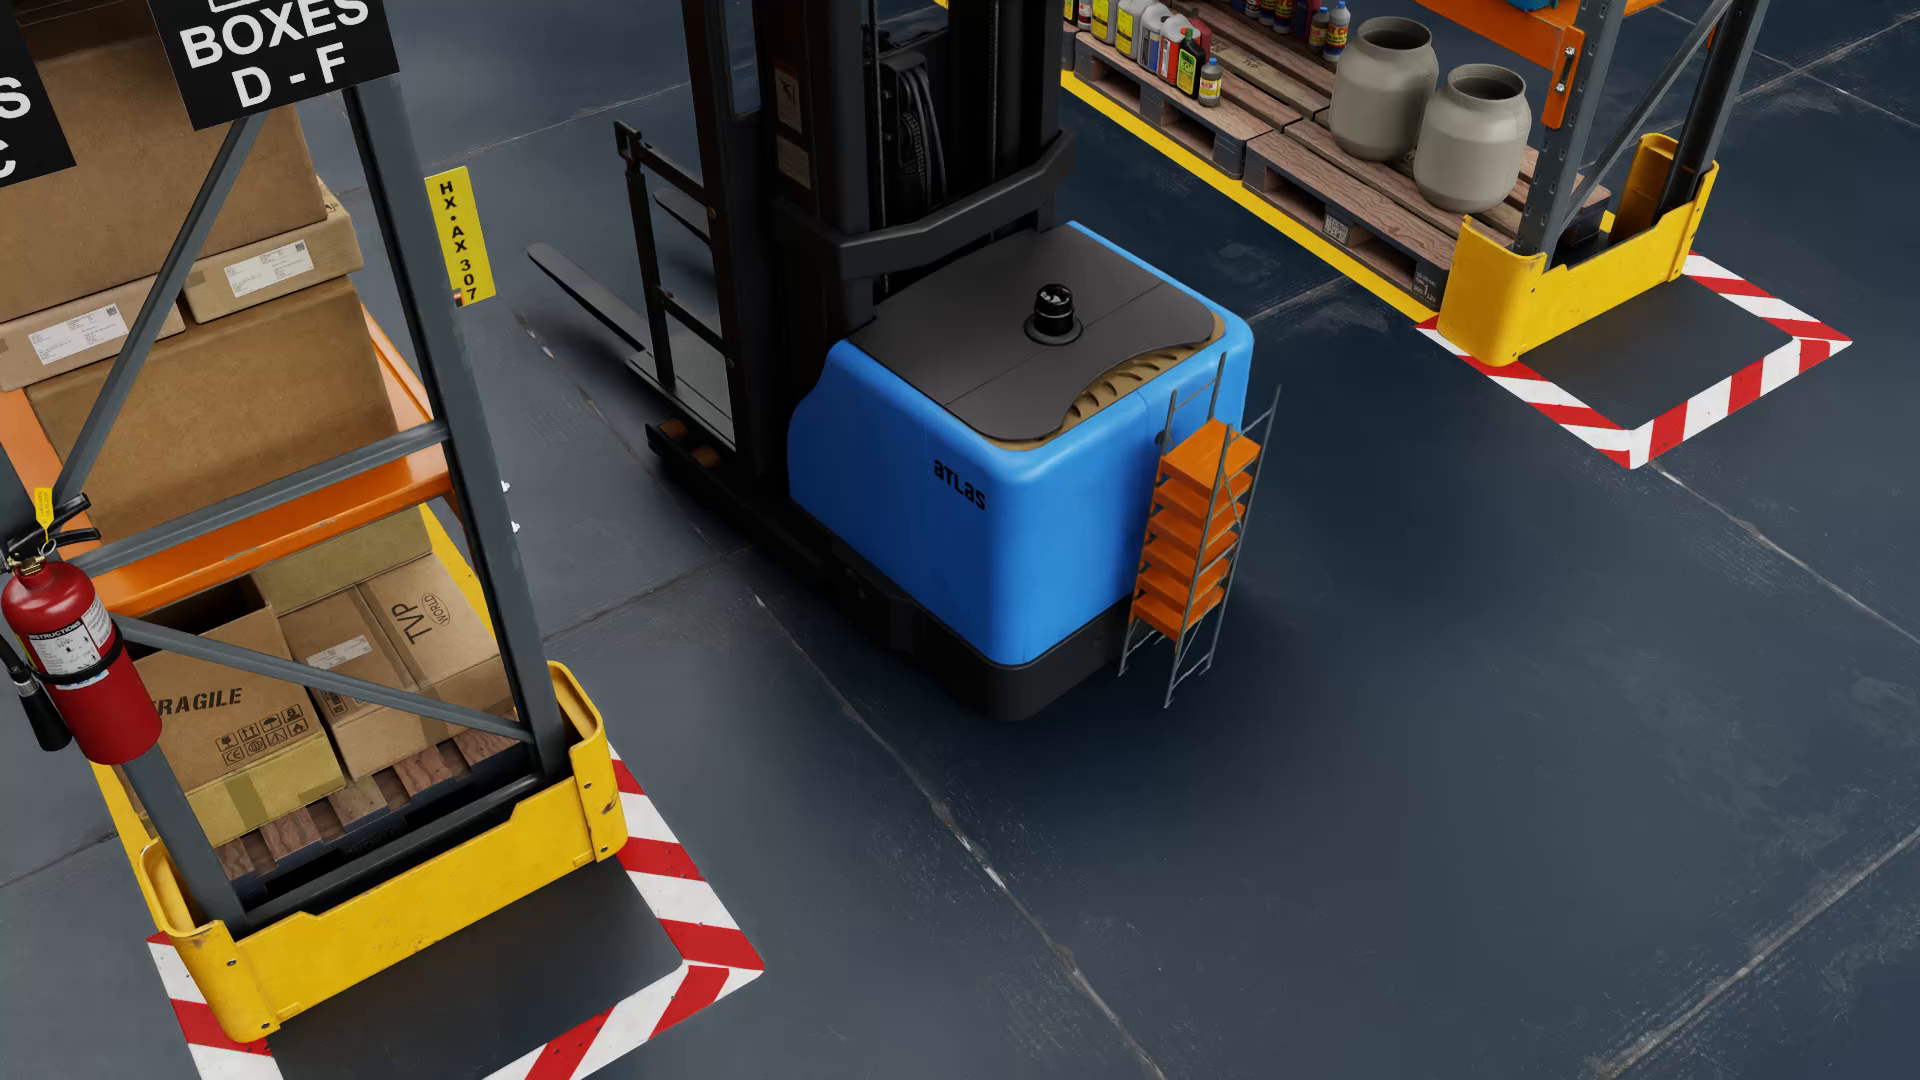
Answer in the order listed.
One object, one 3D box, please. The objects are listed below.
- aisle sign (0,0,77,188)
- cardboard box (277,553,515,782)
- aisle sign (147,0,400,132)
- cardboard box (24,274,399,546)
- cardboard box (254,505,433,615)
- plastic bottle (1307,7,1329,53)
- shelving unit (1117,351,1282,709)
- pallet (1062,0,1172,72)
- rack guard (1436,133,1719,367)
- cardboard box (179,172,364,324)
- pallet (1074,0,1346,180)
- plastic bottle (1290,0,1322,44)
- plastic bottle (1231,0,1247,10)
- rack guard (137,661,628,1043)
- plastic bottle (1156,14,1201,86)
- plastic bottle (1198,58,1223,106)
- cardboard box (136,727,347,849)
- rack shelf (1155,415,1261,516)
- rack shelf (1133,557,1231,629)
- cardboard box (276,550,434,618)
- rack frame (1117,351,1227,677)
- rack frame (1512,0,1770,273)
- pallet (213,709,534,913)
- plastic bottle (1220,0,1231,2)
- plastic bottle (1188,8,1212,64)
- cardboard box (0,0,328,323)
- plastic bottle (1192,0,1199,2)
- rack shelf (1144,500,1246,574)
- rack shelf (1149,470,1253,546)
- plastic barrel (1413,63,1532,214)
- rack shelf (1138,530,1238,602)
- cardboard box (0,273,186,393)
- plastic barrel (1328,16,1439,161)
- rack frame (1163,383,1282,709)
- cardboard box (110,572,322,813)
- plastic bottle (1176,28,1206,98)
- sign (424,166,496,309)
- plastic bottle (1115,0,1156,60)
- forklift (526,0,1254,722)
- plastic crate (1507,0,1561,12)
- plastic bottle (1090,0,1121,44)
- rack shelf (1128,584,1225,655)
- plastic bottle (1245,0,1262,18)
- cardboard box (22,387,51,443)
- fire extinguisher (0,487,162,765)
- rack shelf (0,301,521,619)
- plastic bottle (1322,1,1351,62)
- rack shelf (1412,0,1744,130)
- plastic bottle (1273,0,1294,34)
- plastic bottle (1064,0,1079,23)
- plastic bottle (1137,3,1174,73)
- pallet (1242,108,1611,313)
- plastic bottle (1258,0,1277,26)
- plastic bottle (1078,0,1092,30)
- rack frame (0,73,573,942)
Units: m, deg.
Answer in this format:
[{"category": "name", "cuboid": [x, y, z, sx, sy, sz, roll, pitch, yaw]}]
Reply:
[{"category": "aisle sign", "cuboid": [-1.736, -0.875, 2.611, 0.394, 0.787, 0.004, -26, 49, -24]}, {"category": "cardboard box", "cuboid": [-1.657, 0.363, 4.884, 0.500, 0.250, 0.500, -26, 49, -24]}, {"category": "aisle sign", "cuboid": [-1.244, -1.112, 2.860, 0.394, 0.787, 0.004, -26, 49, -24]}, {"category": "cardboard box", "cuboid": [-1.789, -0.393, 3.917, 0.700, 0.500, 0.500, -26, 49, -24]}, {"category": "cardboard box", "cuboid": [-1.945, -0.190, 4.921, 0.500, 0.500, 0.500, -26, 49, -24]}, {"category": "plastic bottle", "cuboid": [1.691, -2.398, 7.797, 0.097, 0.201, 0.097, 0, 44, 0]}, {"category": "shelving unit", "cuboid": [0.681, 0.007, 4.866, 0.189, 1.200, 0.258, 35, 54, 26]}, {"category": "pallet", "cuboid": [0.594, -2.902, 8.637, 1.003, 0.211, 1.213, -26, 49, -24]}, {"category": "rack guard", "cuboid": [2.450, -1.163, 6.606, 1.175, 0.500, 0.348, -26, 49, -24]}, {"category": "cardboard box", "cuboid": [-1.581, -0.666, 3.733, 0.380, 0.149, 0.250, -26, 49, -25]}, {"category": "pallet", "cuboid": [1.296, -2.211, 7.913, 1.003, 0.211, 1.213, -26, 49, -24]}, {"category": "plastic bottle", "cuboid": [1.636, -2.504, 7.850, 0.061, 0.283, 0.133, -25, 49, -24]}, {"category": "plastic bottle", "cuboid": [1.381, -2.730, 8.095, 0.097, 0.271, 0.097, 0, 44, 0]}, {"category": "rack guard", "cuboid": [-1.519, 0.830, 4.519, 1.175, 0.500, 0.348, -26, 49, -24]}, {"category": "plastic bottle", "cuboid": [1.000, -2.237, 7.575, 0.152, 0.276, 0.135, -25, 49, -24]}, {"category": "plastic bottle", "cuboid": [1.122, -2.056, 7.440, 0.097, 0.201, 0.097, 0, 44, 0]}, {"category": "cardboard box", "cuboid": [-2.082, 0.568, 4.670, 0.500, 0.250, 0.500, -26, 49, -24]}, {"category": "rack shelf", "cuboid": [0.698, -0.211, 4.638, 0.180, 0.103, 0.258, 35, 54, 26]}, {"category": "rack shelf", "cuboid": [0.672, 0.120, 4.985, 0.180, 0.103, 0.258, 35, 54, 26]}, {"category": "cardboard box", "cuboid": [-1.946, 0.082, 5.179, 0.500, 0.250, 0.500, -26, 49, -24]}, {"category": "rack frame", "cuboid": [0.614, -0.041, 4.906, 0.006, 1.200, 0.240, 35, 54, 26]}, {"category": "rack frame", "cuboid": [2.532, -2.042, 5.717, 1.000, 3.000, 0.127, -26, 49, -24]}, {"category": "pallet", "cuboid": [-2.005, 0.504, 5.069, 1.003, 0.211, 1.213, -26, 49, -24]}, {"category": "plastic bottle", "cuboid": [1.323, -2.763, 8.179, 0.097, 0.201, 0.097, 0, 44, 0]}, {"category": "plastic bottle", "cuboid": [1.087, -2.282, 7.617, 0.061, 0.283, 0.133, -26, 49, -24]}, {"category": "cardboard box", "cuboid": [-1.820, -0.893, 3.501, 0.700, 0.500, 0.500, -26, 49, -24]}, {"category": "plastic bottle", "cuboid": [1.146, -2.806, 8.166, 0.061, 0.283, 0.133, -26, 49, -24]}, {"category": "rack shelf", "cuboid": [0.685, -0.045, 4.811, 0.180, 0.103, 0.258, 35, 54, 26]}, {"category": "rack shelf", "cuboid": [0.691, -0.128, 4.725, 0.180, 0.103, 0.258, 35, 54, 26]}, {"category": "plastic barrel", "cuboid": [2.093, -1.637, 6.790, 0.421, 0.512, 0.421, 0, 44, 0]}, {"category": "rack shelf", "cuboid": [0.679, 0.037, 4.898, 0.180, 0.103, 0.258, 35, 54, 26]}, {"category": "cardboard box", "cuboid": [-1.908, -0.500, 3.559, 0.380, 0.149, 0.250, -27, 50, -25]}, {"category": "plastic barrel", "cuboid": [1.806, -1.921, 7.087, 0.421, 0.512, 0.421, 0, 44, 0]}, {"category": "rack frame", "cuboid": [0.748, 0.054, 4.826, 0.006, 1.200, 0.240, 35, 54, 26]}, {"category": "cardboard box", "cuboid": [-2.084, 0.297, 4.410, 0.500, 0.500, 0.500, -26, 49, -24]}, {"category": "plastic bottle", "cuboid": [1.040, -2.145, 7.473, 0.061, 0.283, 0.133, -25, 49, -24]}, {"category": "sign", "cuboid": [-1.074, -0.645, 3.570, 0.100, 0.325, 0.005, -26, 49, -24]}, {"category": "plastic bottle", "cuboid": [0.823, -2.435, 7.728, 0.144, 0.351, 0.185, -24, 49, -23]}, {"category": "forklift", "cuboid": [-0.478, -1.443, 5.139, 1.130, 2.935, 3.031, -32, 52, -29]}, {"category": "plastic crate", "cuboid": [2.000, -2.154, 5.942, 0.499, 0.251, 0.616, -26, 49, -24]}, {"category": "plastic bottle", "cuboid": [0.716, -2.540, 7.838, 0.144, 0.351, 0.185, -26, 49, -25]}, {"category": "rack shelf", "cuboid": [0.666, 0.202, 5.072, 0.180, 0.103, 0.258, 35, 54, 26]}, {"category": "plastic bottle", "cuboid": [1.441, -2.646, 8.058, 0.097, 0.201, 0.097, 0, 44, 0]}, {"category": "cardboard box", "cuboid": [-2.094, -0.689, 4.227, 0.700, 0.500, 0.500, -24, 49, -23]}, {"category": "fire extinguisher", "cuboid": [-1.846, 0.191, 3.434, 0.296, 0.674, 0.183, -26, 49, -24]}, {"category": "rack shelf", "cuboid": [-2.677, -0.960, 5.105, 1.077, 0.370, 4.000, -26, 49, -24]}, {"category": "plastic bottle", "cuboid": [1.751, -2.365, 7.712, 0.097, 0.271, 0.097, 0, 44, 0]}, {"category": "rack shelf", "cuboid": [1.388, -2.915, 7.152, 1.077, 0.370, 4.000, -26, 49, -24]}, {"category": "plastic bottle", "cuboid": [1.555, -2.559, 7.915, 0.097, 0.271, 0.097, 0, 44, 0]}, {"category": "plastic bottle", "cuboid": [0.534, -2.646, 7.998, 0.061, 0.283, 0.133, -24, 48, -23]}, {"category": "plastic bottle", "cuboid": [0.921, -2.315, 7.657, 0.152, 0.276, 0.135, -27, 50, -25]}, {"category": "pallet", "cuboid": [1.990, -1.520, 7.190, 1.003, 0.211, 1.213, -26, 49, -24]}, {"category": "plastic bottle", "cuboid": [1.497, -2.615, 7.975, 0.097, 0.271, 0.097, 0, 44, 0]}, {"category": "plastic bottle", "cuboid": [0.616, -2.557, 7.964, 0.097, 0.201, 0.097, 0, 44, 0]}, {"category": "rack frame", "cuboid": [-1.533, -0.088, 3.670, 1.000, 3.000, 0.127, -26, 49, -24]}]
